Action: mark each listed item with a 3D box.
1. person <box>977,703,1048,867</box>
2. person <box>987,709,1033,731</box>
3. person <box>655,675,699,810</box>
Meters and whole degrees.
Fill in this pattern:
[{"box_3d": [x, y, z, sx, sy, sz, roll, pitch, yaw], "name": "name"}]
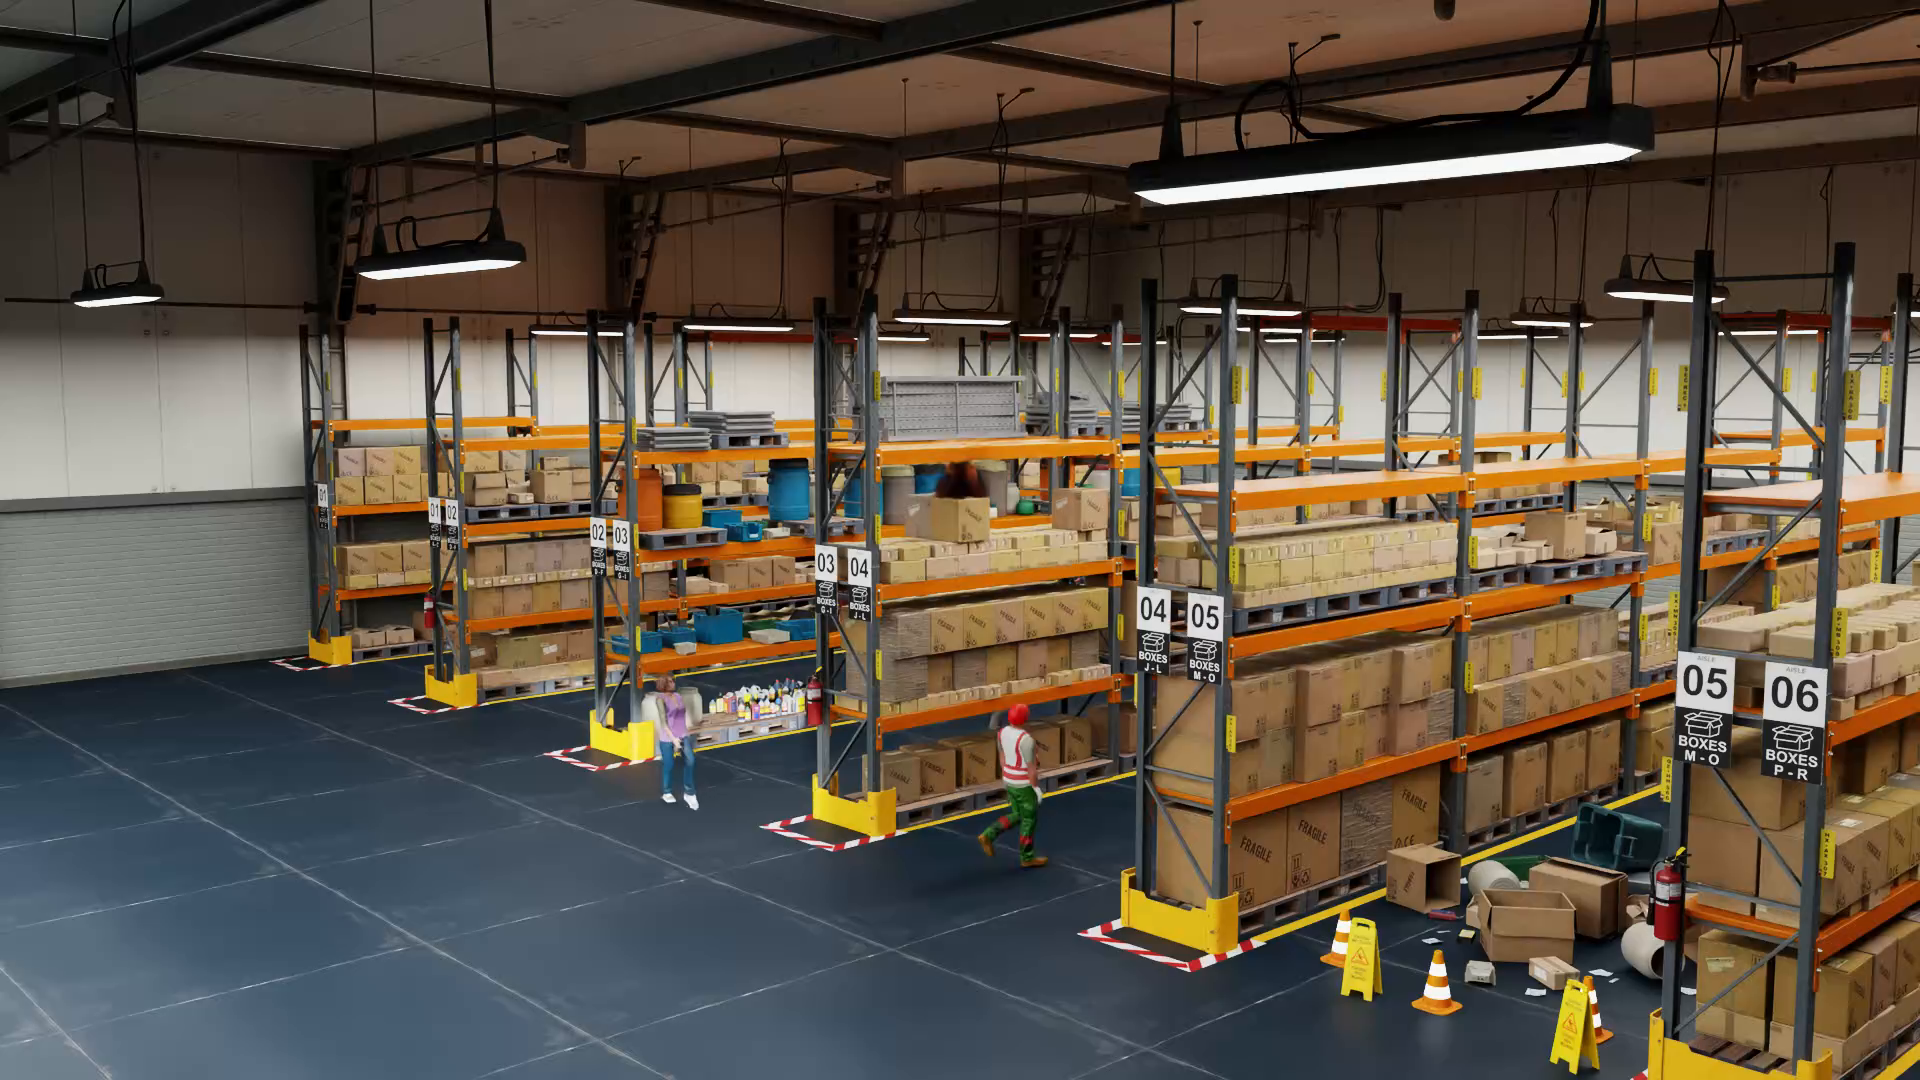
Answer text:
[{"box_3d": [0.570, 2.545, 17.281, 0.752, 1.752, 0.577, -2, 6, -15], "name": "person"}, {"box_3d": [0.628, 1.997, 22.846, 0.992, 1.654, 0.633, -5, 7, -40], "name": "person"}, {"box_3d": [-3.392, 2.386, 19.727, 0.416, 1.595, 0.627, -4, 7, -34], "name": "person"}]
